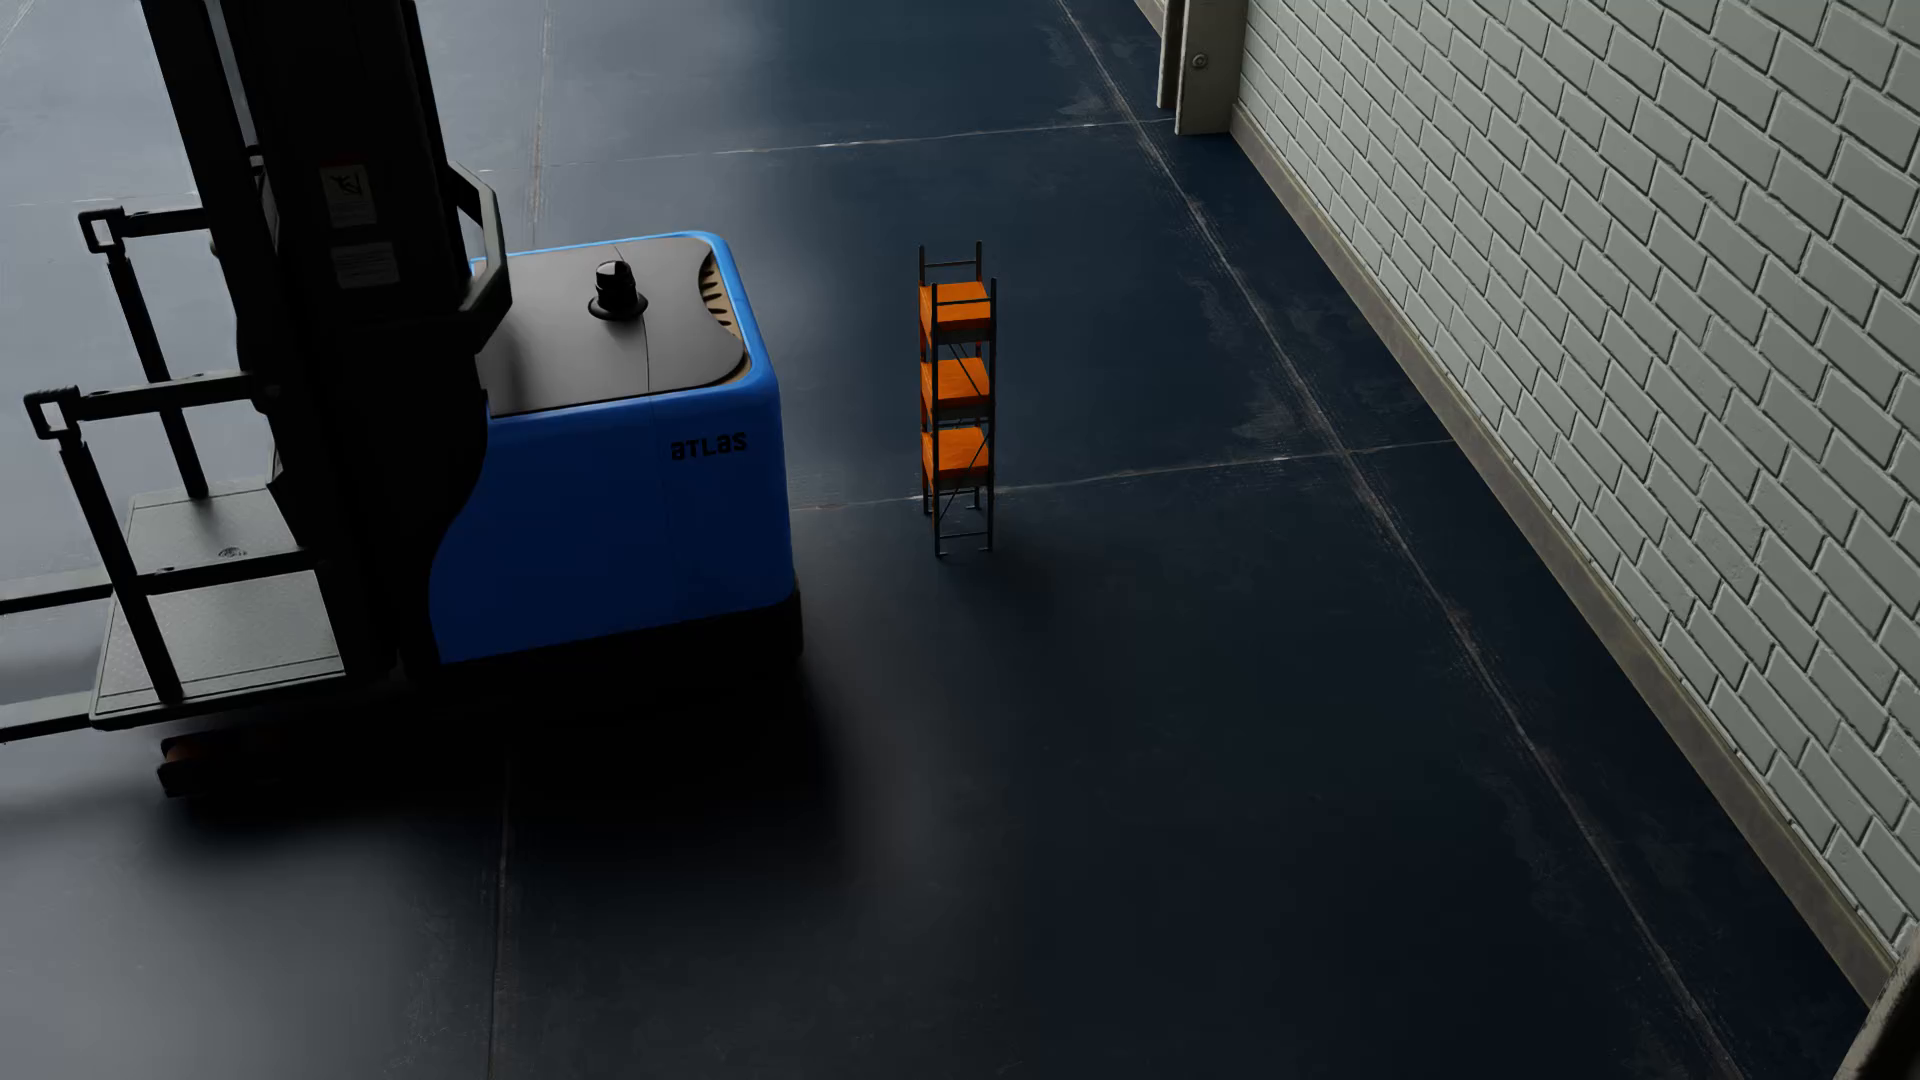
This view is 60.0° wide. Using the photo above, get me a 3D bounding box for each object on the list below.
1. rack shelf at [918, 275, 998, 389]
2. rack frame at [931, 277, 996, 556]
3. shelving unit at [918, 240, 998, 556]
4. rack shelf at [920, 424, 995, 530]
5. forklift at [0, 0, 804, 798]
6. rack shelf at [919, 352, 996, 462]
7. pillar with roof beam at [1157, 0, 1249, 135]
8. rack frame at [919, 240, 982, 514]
[{"bbox_3d":[-0.009,-0.663,5.302,0.215,0.259,0.240,-6,38,-8],"label":"rack shelf"},{"bbox_3d":[0.012,-0.373,5.375,0.200,1.050,0.008,-6,38,-8],"label":"rack frame"},{"bbox_3d":[-0.009,-0.447,5.470,0.215,1.050,0.252,-6,38,-8],"label":"shelving unit"},{"bbox_3d":[-0.009,-0.219,5.647,0.215,0.259,0.240,-6,38,-8],"label":"rack shelf"},{"bbox_3d":[-2.065,-0.779,4.363,3.031,2.935,1.130,-10,39,-12],"label":"forklift"},{"bbox_3d":[-0.009,-0.439,5.476,0.215,0.259,0.240,-6,38,-8],"label":"rack shelf"},{"bbox_3d":[-3.026,-5.264,5.191,9.100,9.000,0.400,-6,38,-8],"label":"pillar with roof beam"},{"bbox_3d":[-0.031,-0.521,5.564,0.200,1.050,0.008,-6,38,-8],"label":"rack frame"}]
